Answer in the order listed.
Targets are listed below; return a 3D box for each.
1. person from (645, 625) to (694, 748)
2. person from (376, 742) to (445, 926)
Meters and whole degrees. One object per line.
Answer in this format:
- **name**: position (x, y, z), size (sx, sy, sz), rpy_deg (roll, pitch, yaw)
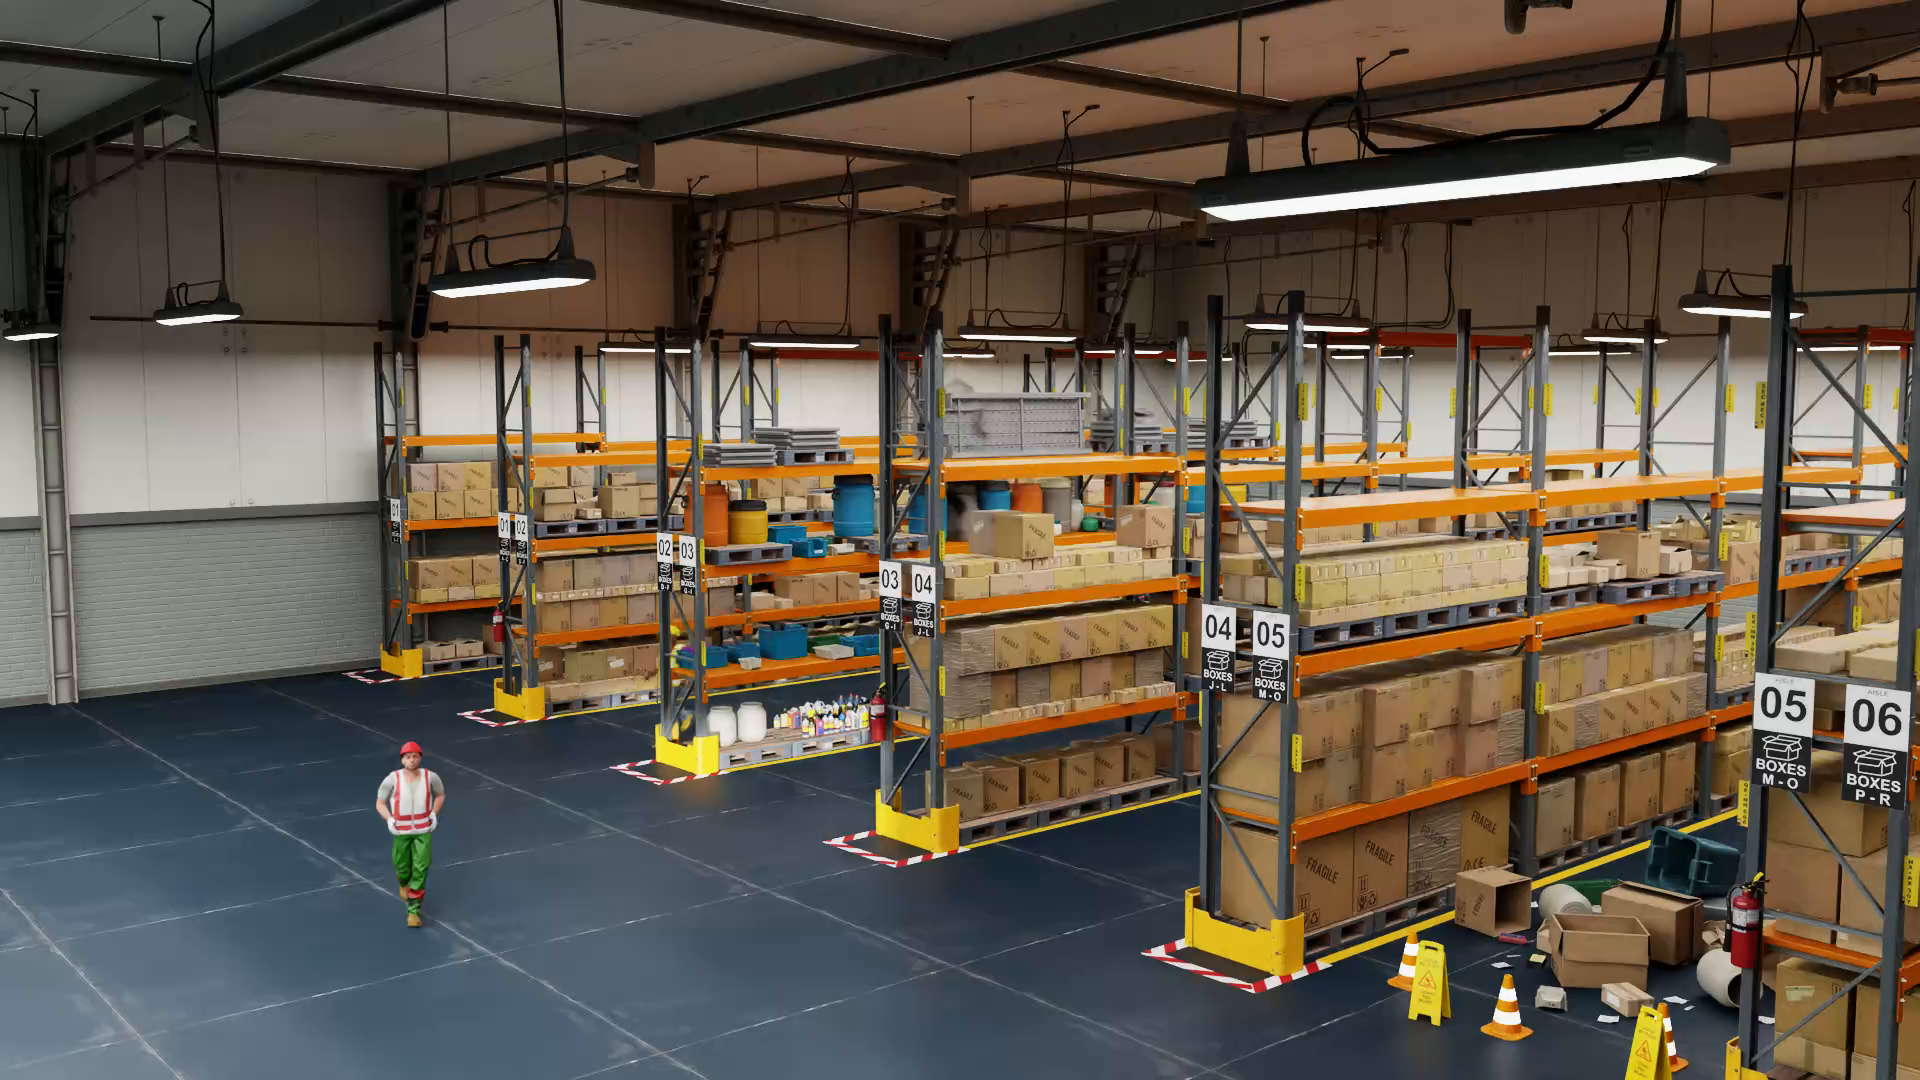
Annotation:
- **person**: position (-4.168, 2.106, 24.152), size (0.697, 1.750, 0.860), rpy_deg (4, 6, 36)
- **person**: position (-5.321, 2.822, 16.157), size (0.649, 1.754, 0.761), rpy_deg (-2, 6, -24)
